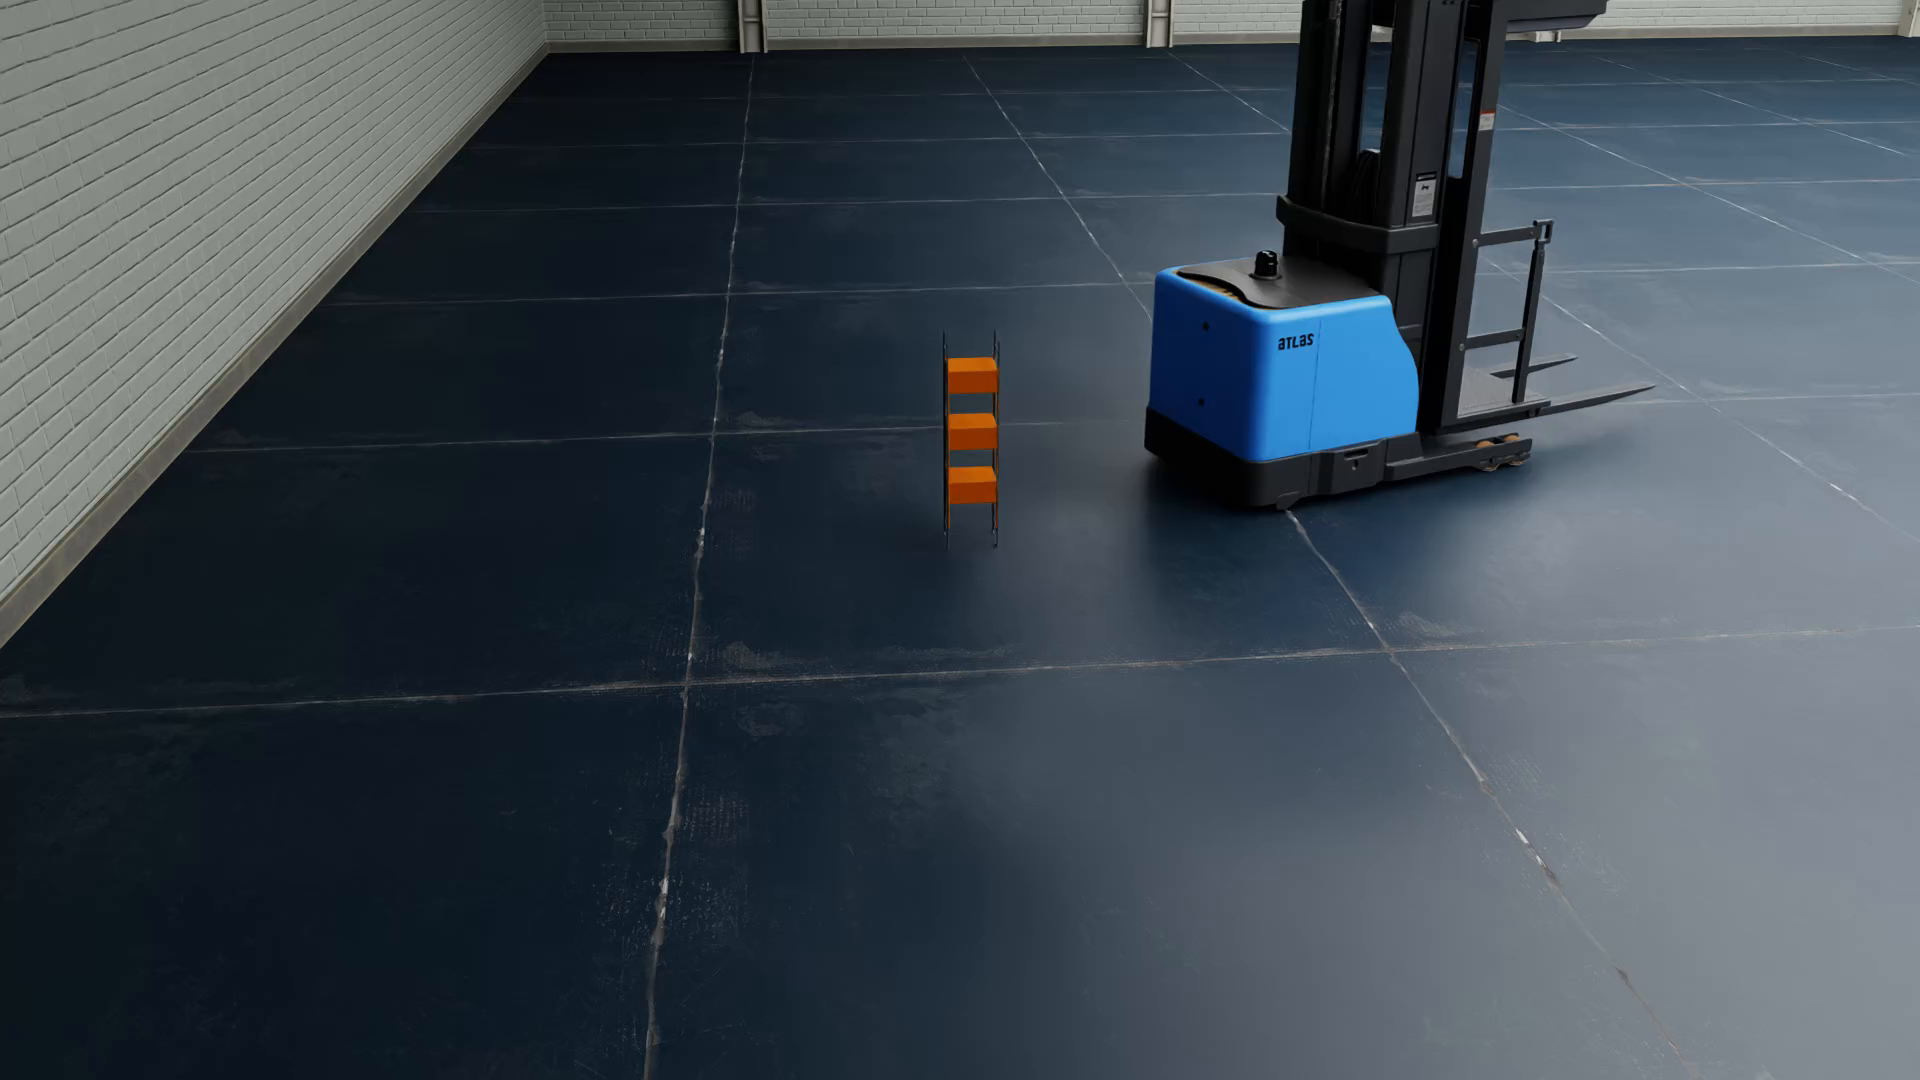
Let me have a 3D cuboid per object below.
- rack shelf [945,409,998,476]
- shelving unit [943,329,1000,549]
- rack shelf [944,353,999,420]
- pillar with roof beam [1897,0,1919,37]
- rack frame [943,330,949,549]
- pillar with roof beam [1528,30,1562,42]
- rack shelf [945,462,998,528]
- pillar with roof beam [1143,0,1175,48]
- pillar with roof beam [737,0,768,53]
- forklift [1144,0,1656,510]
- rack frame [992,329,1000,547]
[{"bbox_3d":[0.053,-0.472,8.046,0.240,0.259,0.215,-2,24,-5],"label":"rack shelf"},{"bbox_3d":[0.053,-0.482,8.042,0.252,1.050,0.215,-2,24,-5],"label":"shelving unit"},{"bbox_3d":[0.053,-0.732,7.931,0.240,0.259,0.215,-2,24,-5],"label":"rack shelf"},{"bbox_3d":[15.319,-10.245,20.220,0.400,9.000,9.100,-2,24,-5],"label":"pillar with roof beam"},{"bbox_3d":[-0.068,-0.477,8.031,0.008,1.050,0.200,-2,24,-5],"label":"rack frame"},{"bbox_3d":[9.348,-10.006,19.682,0.400,9.000,9.100,-2,24,-5],"label":"pillar with roof beam"},{"bbox_3d":[0.053,-0.218,8.159,0.240,0.259,0.215,-2,24,-5],"label":"rack shelf"},{"bbox_3d":[3.377,-9.766,19.143,0.400,9.000,9.100,-2,24,-5],"label":"pillar with roof beam"},{"bbox_3d":[-2.594,-9.526,18.604,0.400,9.000,9.100,-2,24,-5],"label":"pillar with roof beam"},{"bbox_3d":[2.577,-1.892,8.897,3.031,2.935,1.130,-11,26,-24],"label":"forklift"},{"bbox_3d":[0.175,-0.487,8.053,0.008,1.050,0.200,-2,24,-5],"label":"rack frame"}]
